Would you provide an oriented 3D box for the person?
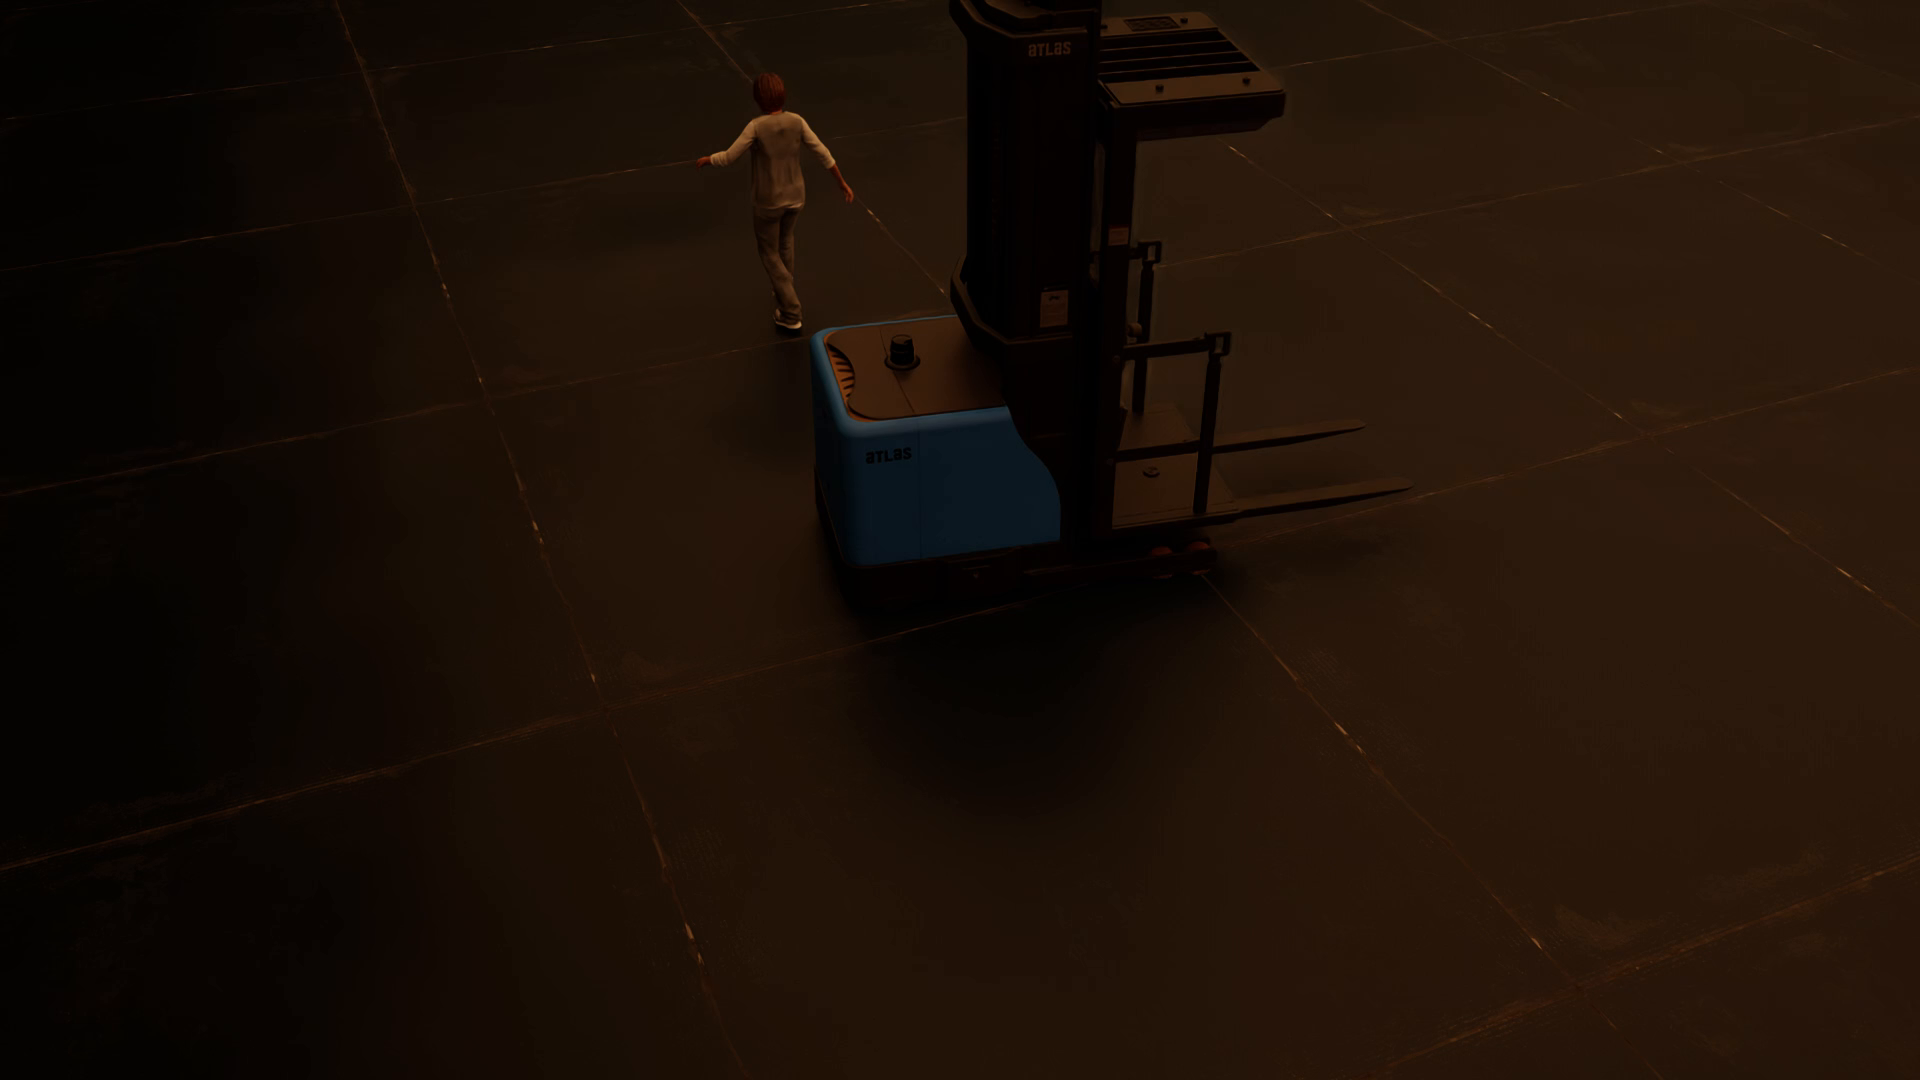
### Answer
[{"bbox_3d":[-1.110,-2.113,10.258,0.822,1.579,0.710,-19,40,-25],"label":"person"}]

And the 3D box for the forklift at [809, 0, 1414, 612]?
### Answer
[{"bbox_3d":[0.813,-1.286,7.908,3.031,2.935,1.130,-8,36,-11],"label":"forklift"}]
